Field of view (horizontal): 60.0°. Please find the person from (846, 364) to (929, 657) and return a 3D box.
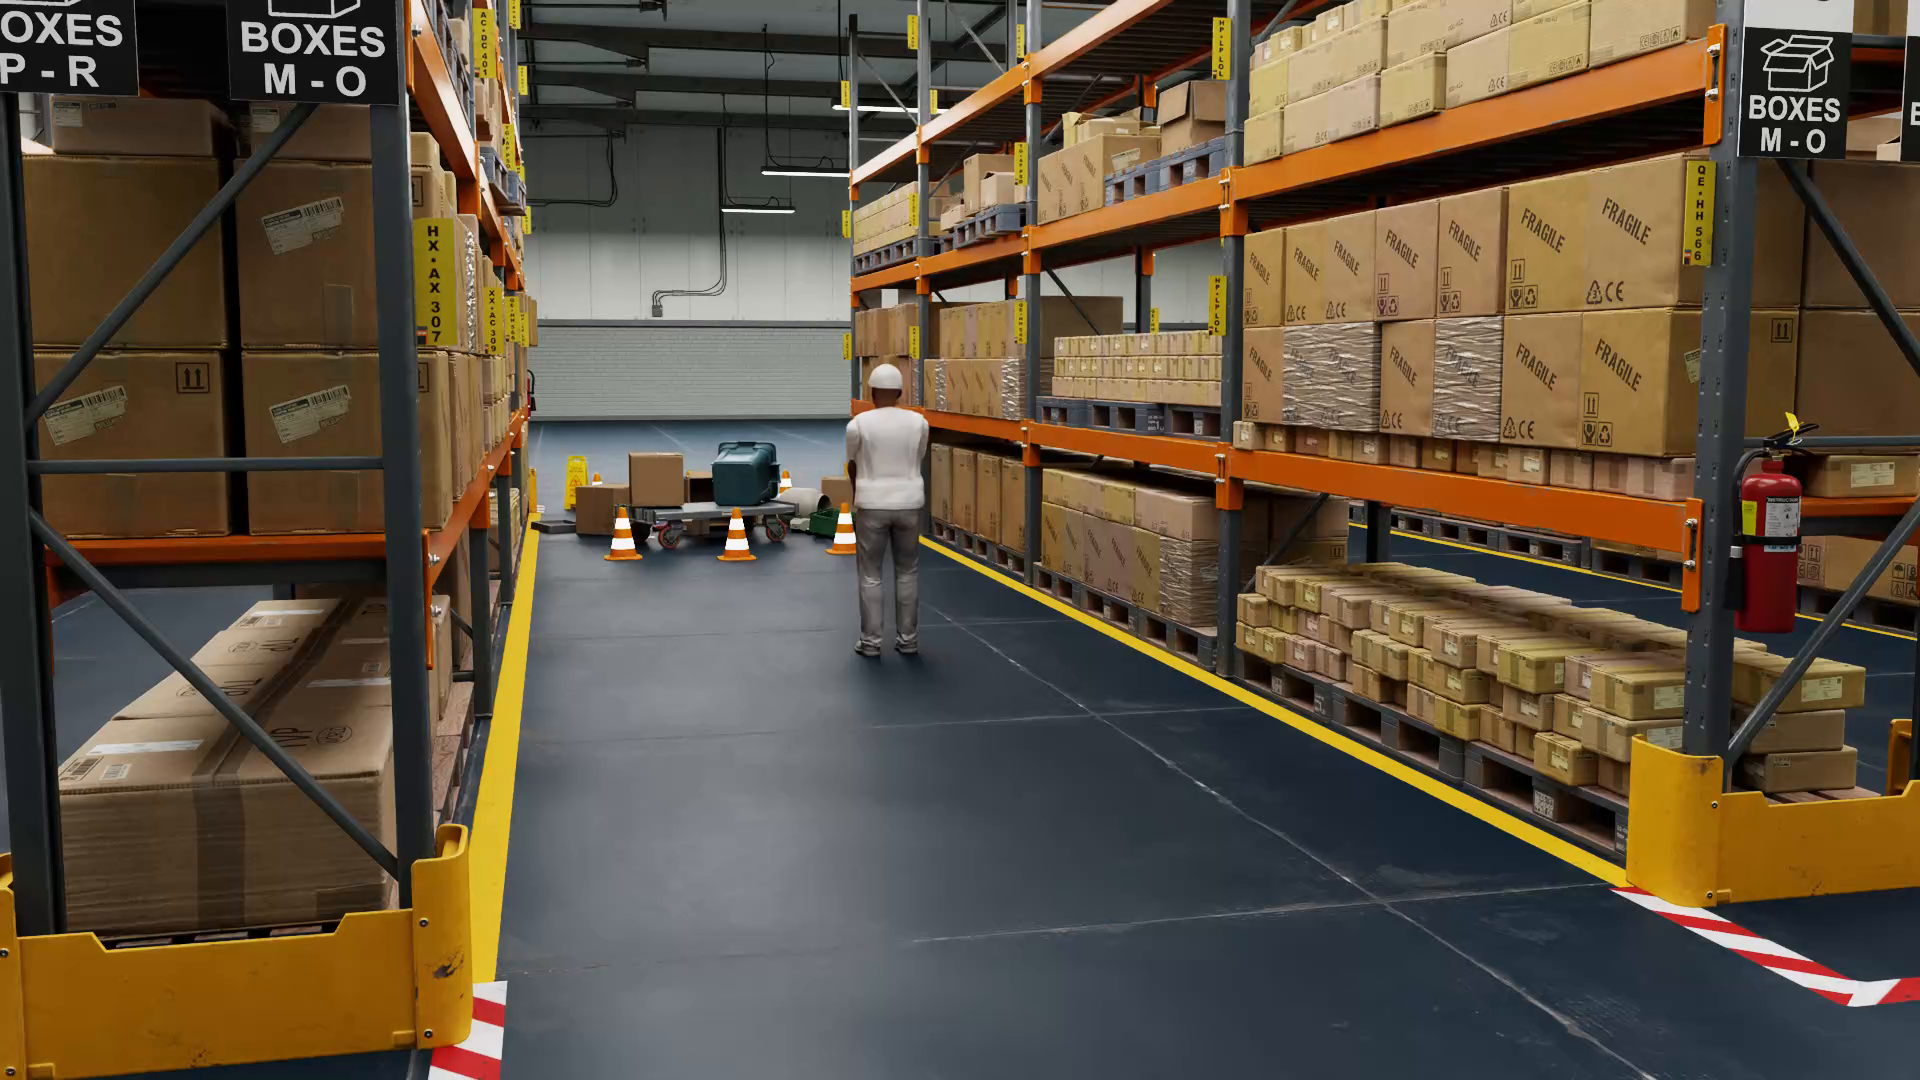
[{"bbox_3d":[-0.465,-0.192,10.163,0.504,1.762,0.561,-1,6,-13],"label":"person"}]
